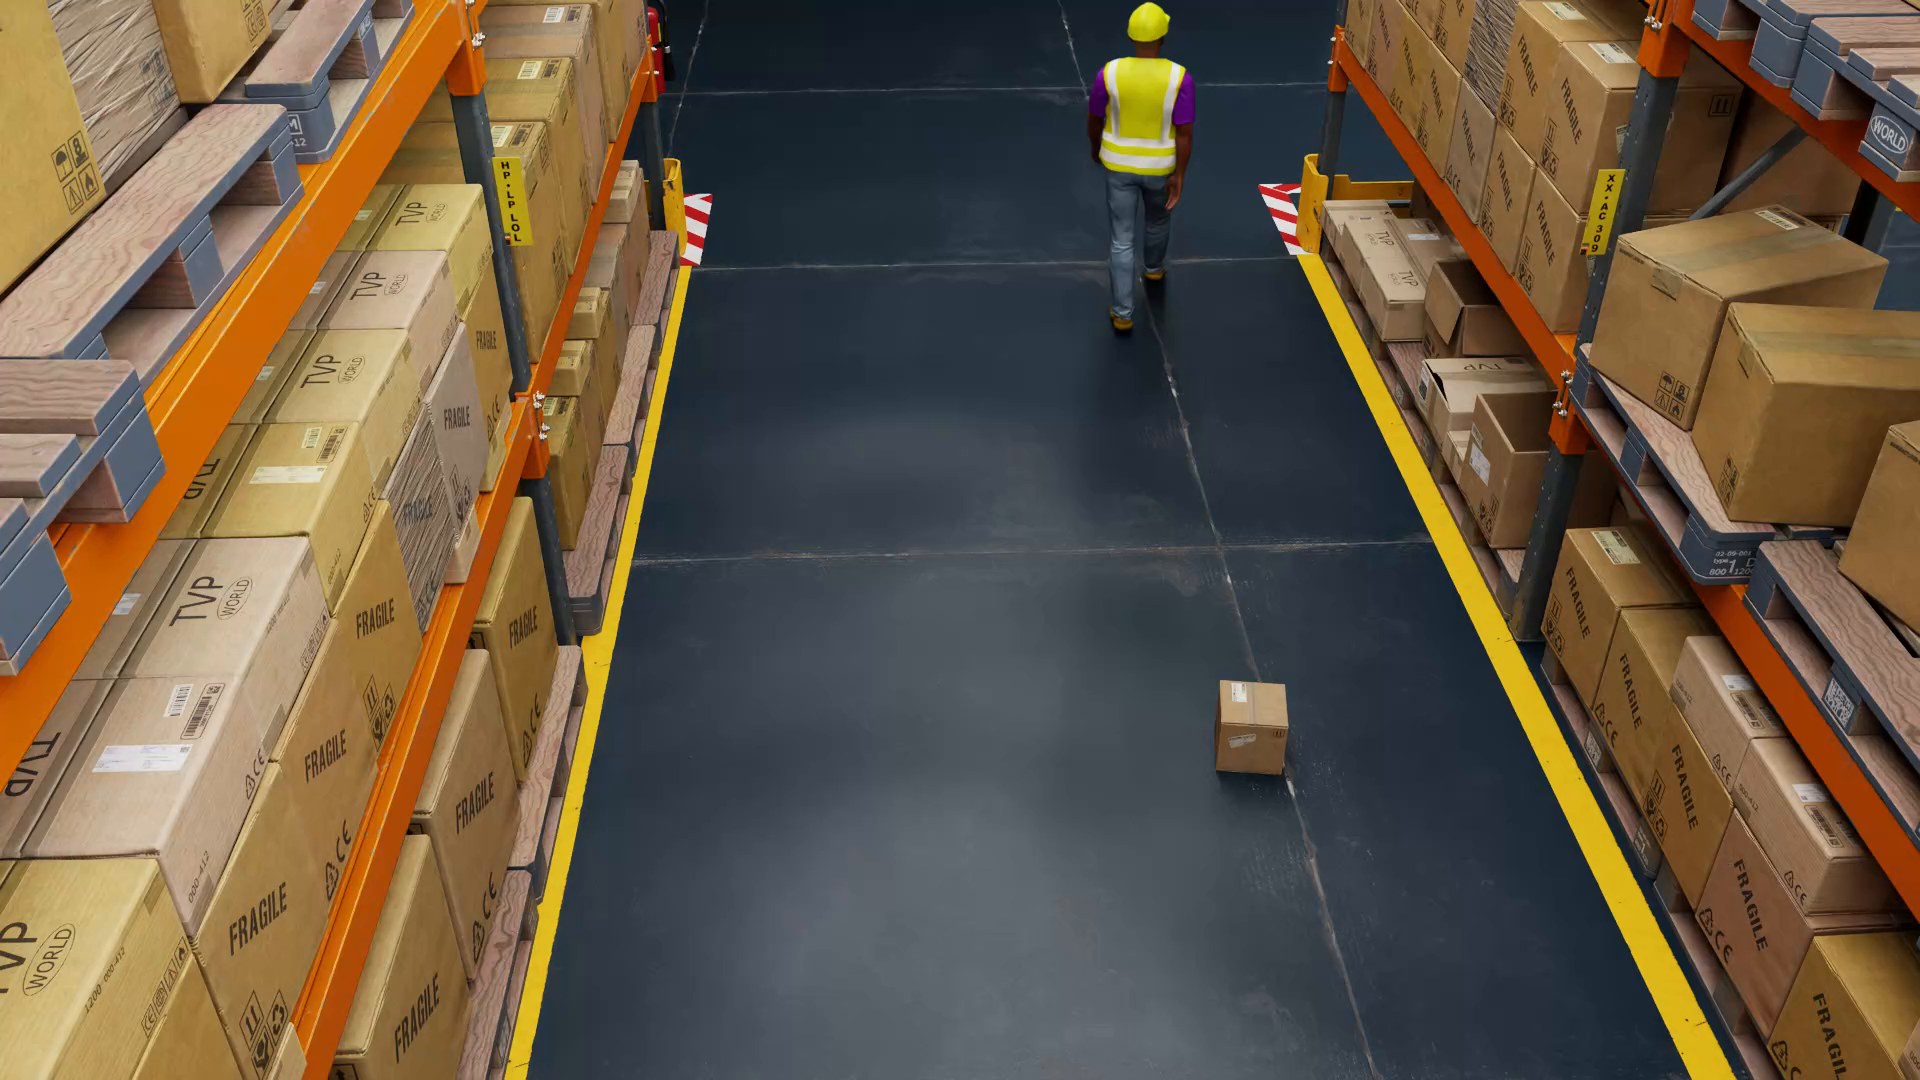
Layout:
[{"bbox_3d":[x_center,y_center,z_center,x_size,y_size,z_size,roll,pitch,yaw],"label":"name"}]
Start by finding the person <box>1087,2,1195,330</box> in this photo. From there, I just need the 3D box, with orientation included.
[{"bbox_3d":[0.979,-2.118,9.116,0.571,1.726,0.952,4,35,5],"label":"person"}]
